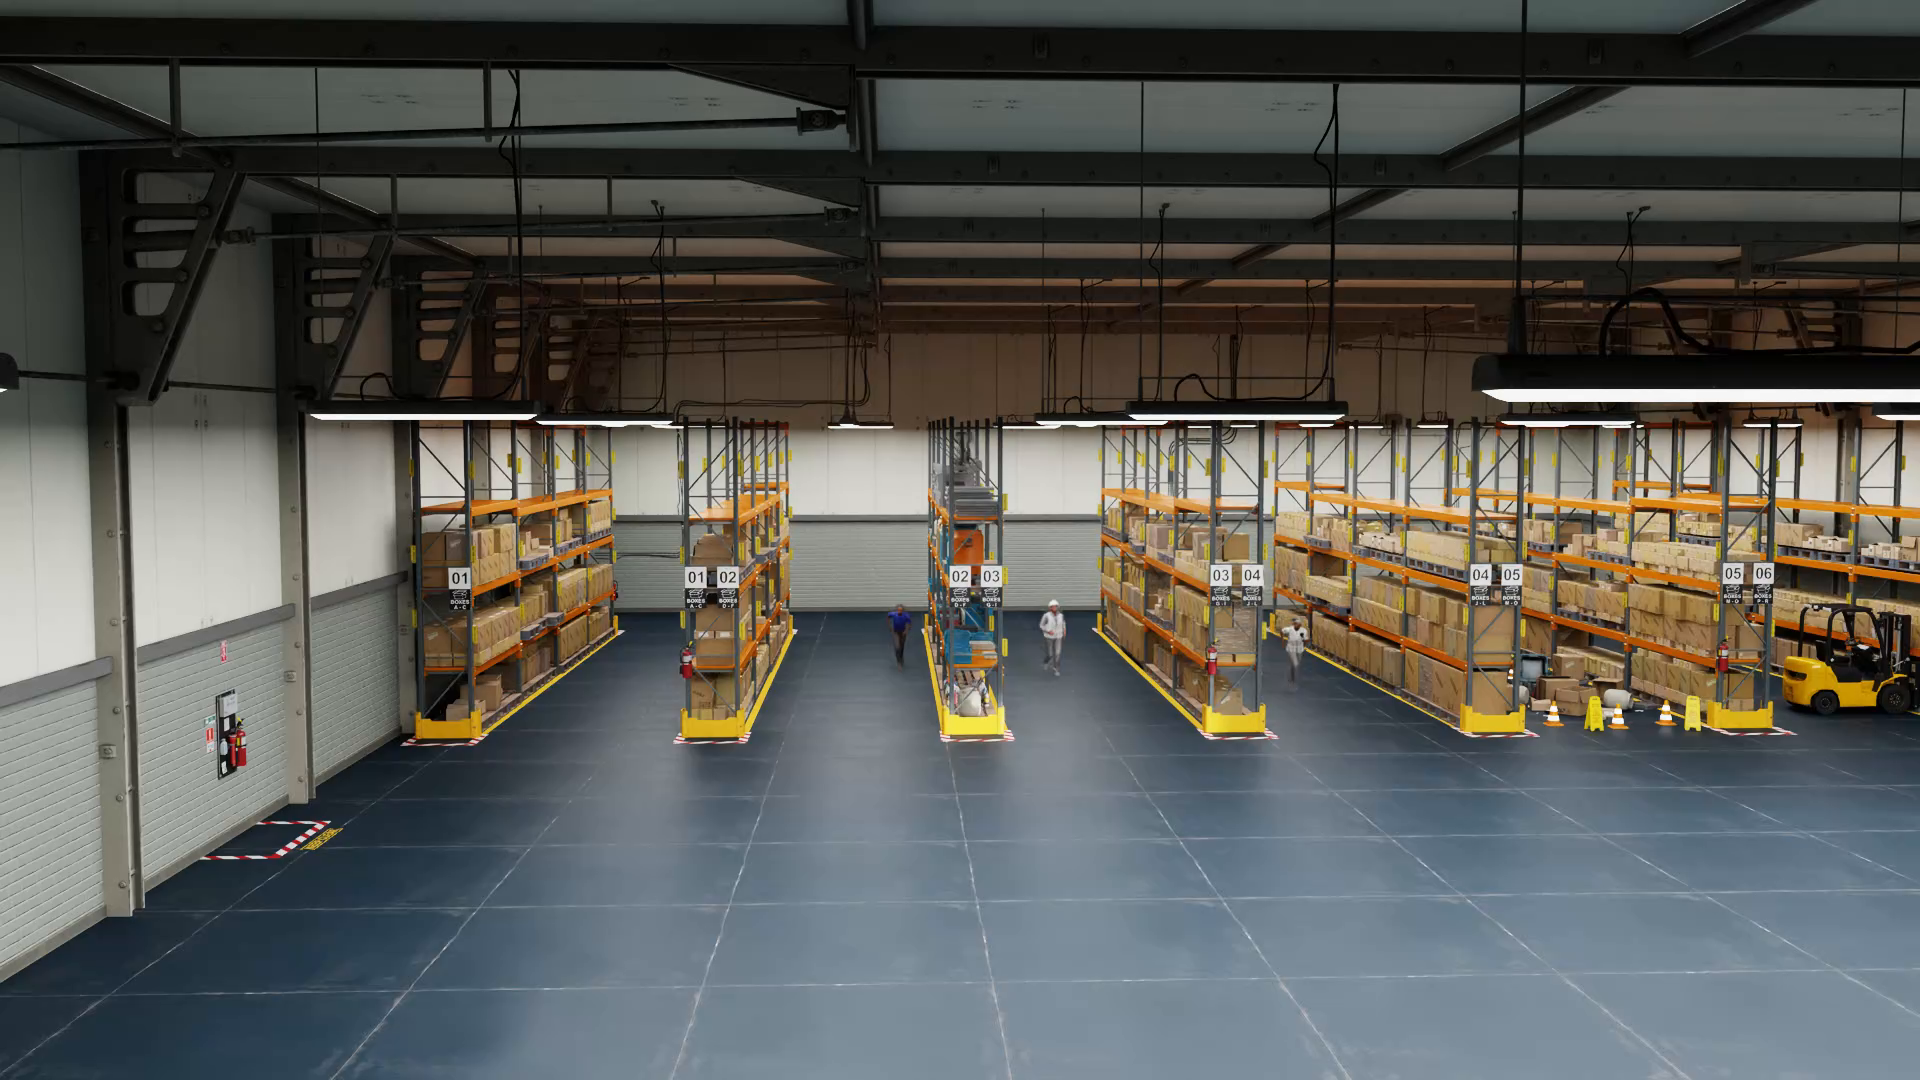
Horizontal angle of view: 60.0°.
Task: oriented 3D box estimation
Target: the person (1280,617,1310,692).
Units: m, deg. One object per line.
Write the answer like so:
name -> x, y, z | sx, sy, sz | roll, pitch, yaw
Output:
person -> 7.396, 2.506, 36.789 | 0.570, 1.678, 0.914 | -1, 4, -9

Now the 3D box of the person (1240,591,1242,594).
person -> 8.427, 1.683, 48.479 | 0.712, 1.744, 0.719 | 2, 4, 27

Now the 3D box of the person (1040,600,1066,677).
person -> 2.195, 2.295, 39.126 | 0.684, 1.775, 0.794 | -1, 4, -17

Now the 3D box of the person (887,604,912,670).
person -> -1.467, 2.329, 40.332 | 0.612, 1.615, 0.965 | 0, 4, 0
